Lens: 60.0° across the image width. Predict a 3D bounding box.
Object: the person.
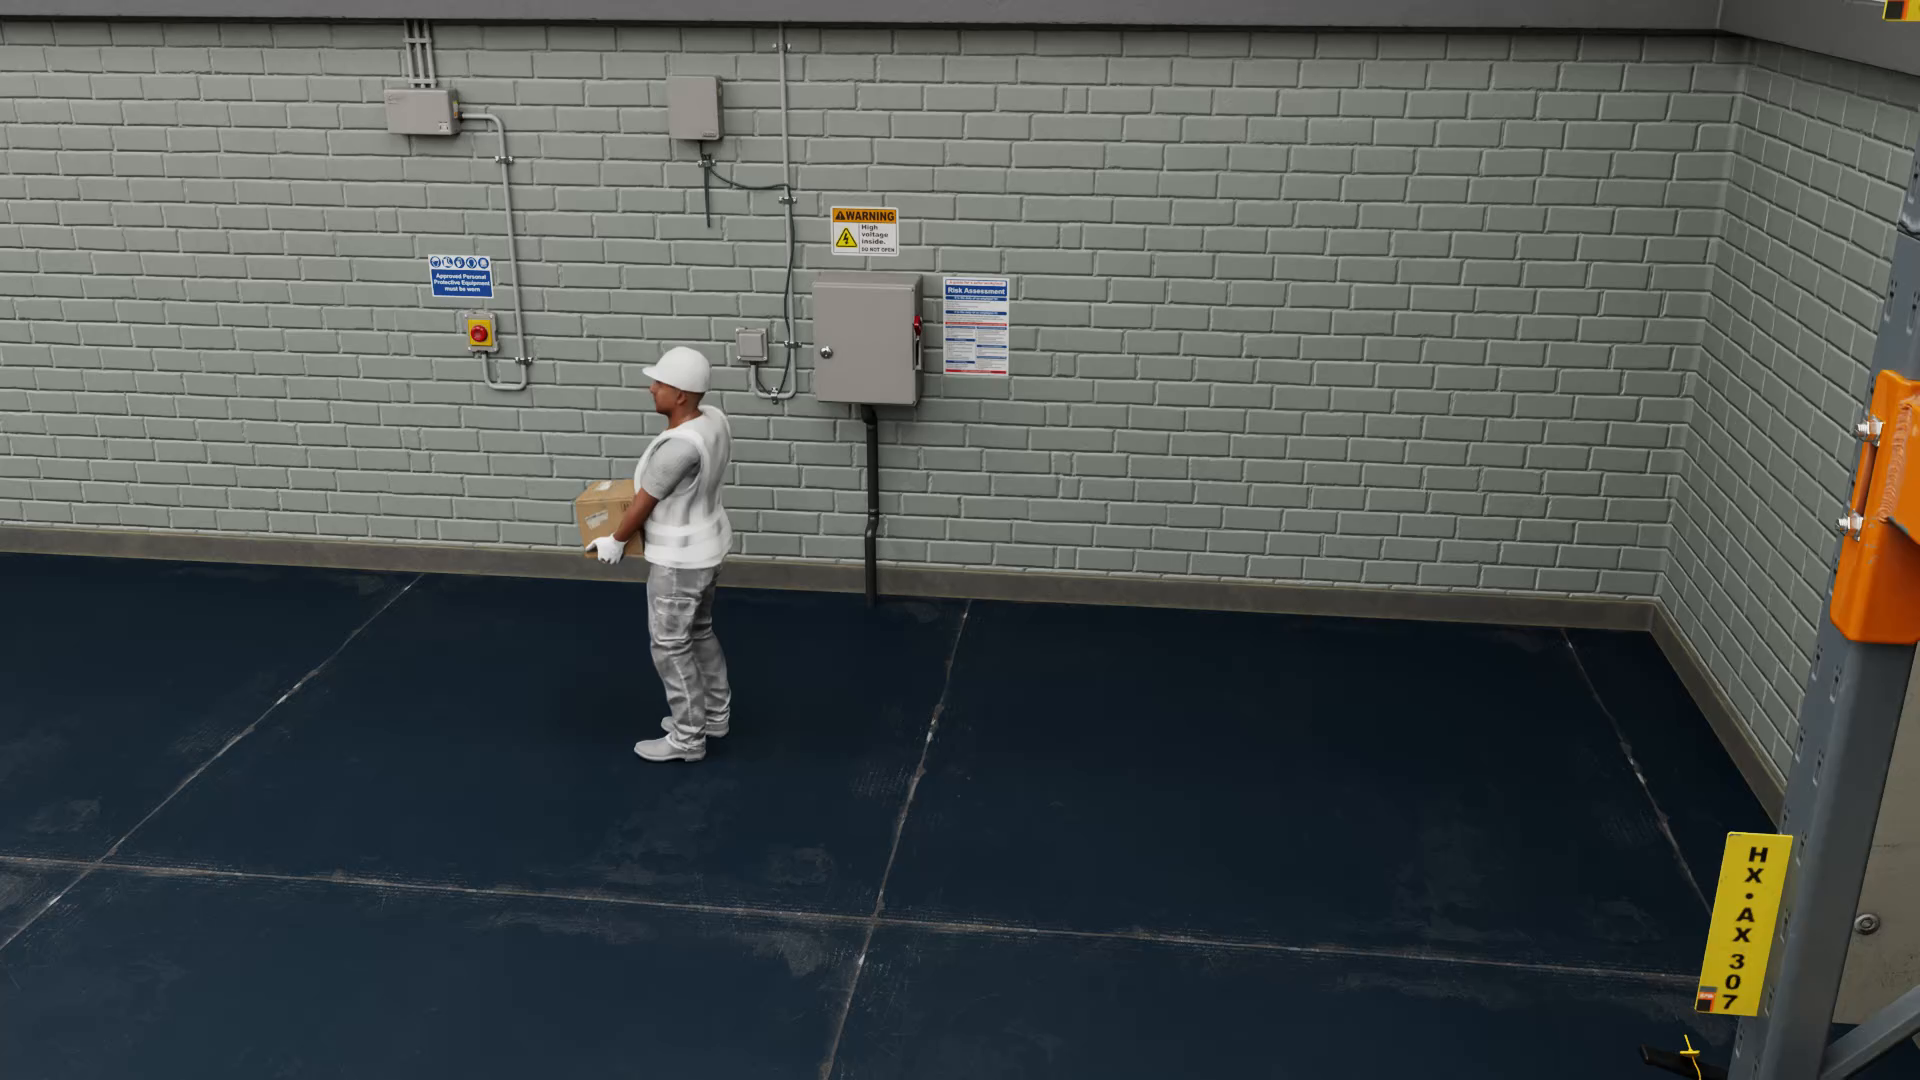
[{"bbox_3d":[-1.235,0.064,6.890,0.567,1.780,0.488,3,21,7],"label":"person"}]
